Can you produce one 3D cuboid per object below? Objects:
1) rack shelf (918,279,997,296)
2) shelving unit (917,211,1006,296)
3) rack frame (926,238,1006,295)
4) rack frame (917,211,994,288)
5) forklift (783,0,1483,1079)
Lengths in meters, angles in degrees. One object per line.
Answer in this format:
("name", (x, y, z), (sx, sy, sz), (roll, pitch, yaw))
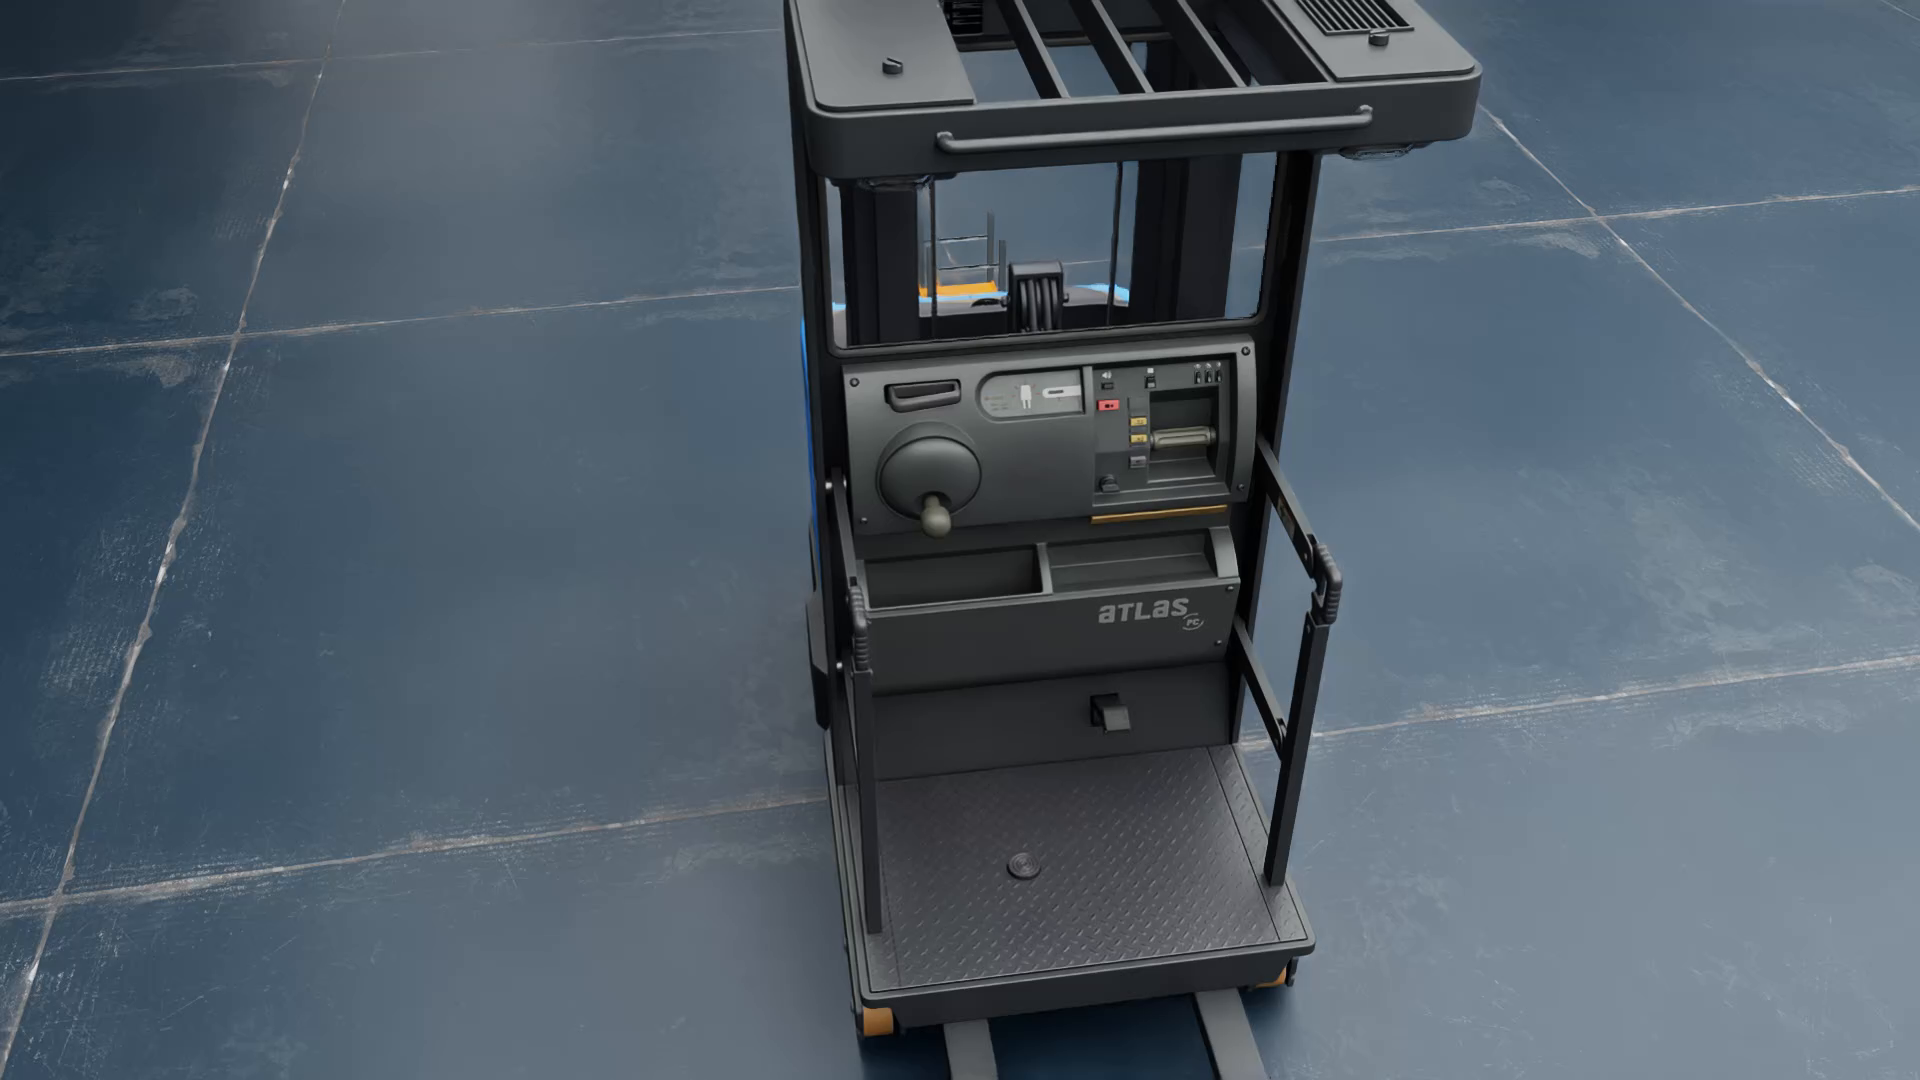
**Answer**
("rack shelf", (0.003, -0.714, 5.177), (0.258, 0.103, 0.180), (-6, 38, -8))
("shelving unit", (0.003, -0.465, 5.371), (0.258, 1.200, 0.189), (-6, 38, -8))
("rack frame", (0.019, -0.410, 5.300), (0.240, 1.200, 0.006), (-6, 38, -8))
("rack frame", (-0.014, -0.520, 5.442), (0.240, 1.200, 0.006), (-6, 38, -8))
("forklift", (0.242, -0.158, 3.564), (1.130, 2.935, 3.031), (-5, 38, -7))
